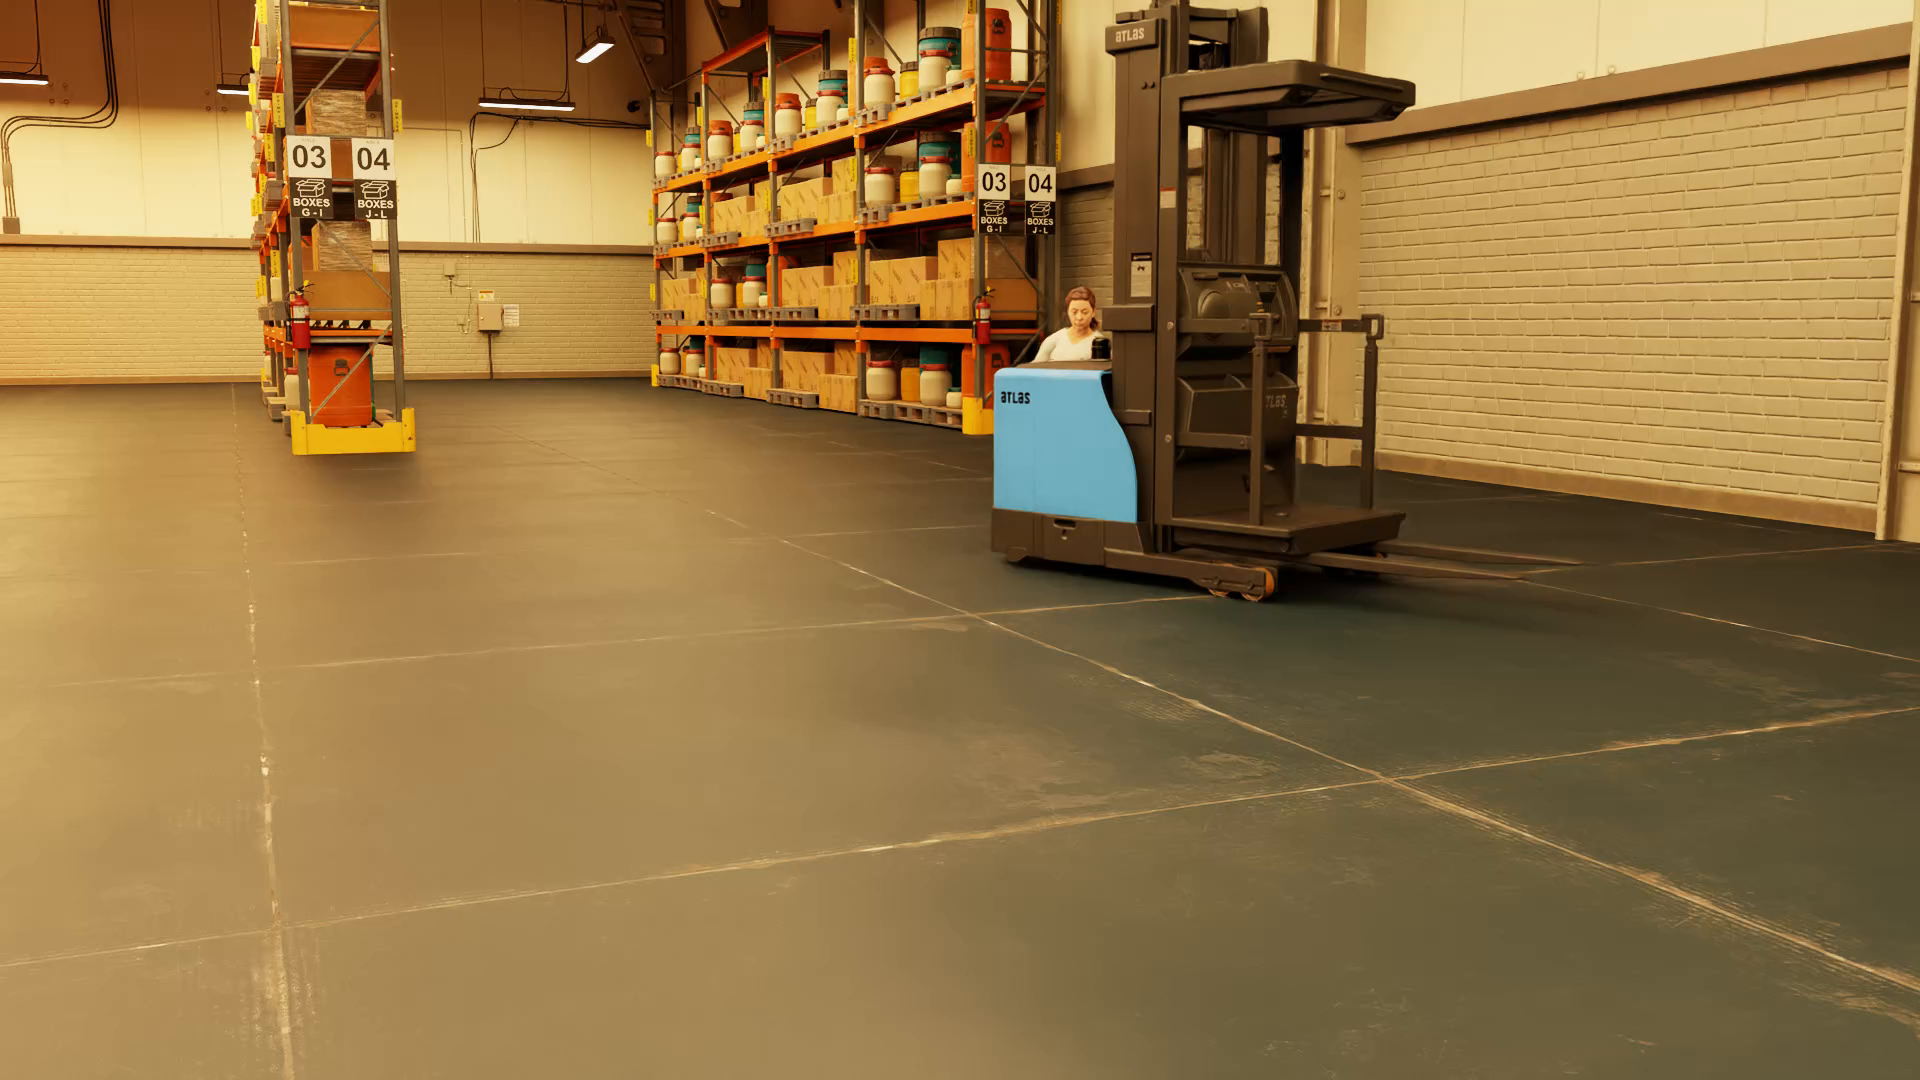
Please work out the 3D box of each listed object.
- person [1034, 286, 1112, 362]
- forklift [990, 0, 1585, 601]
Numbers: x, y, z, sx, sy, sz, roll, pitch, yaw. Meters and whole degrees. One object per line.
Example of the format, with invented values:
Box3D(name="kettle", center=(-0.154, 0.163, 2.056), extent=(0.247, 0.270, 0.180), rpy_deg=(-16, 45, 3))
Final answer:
Box3D(name="person", center=(0.719, -0.764, 10.172), extent=(0.849, 1.558, 0.658), rpy_deg=(3, 8, 20))
Box3D(name="forklift", center=(1.570, -1.236, 8.312), extent=(3.031, 2.935, 1.130), rpy_deg=(7, 11, 44))
